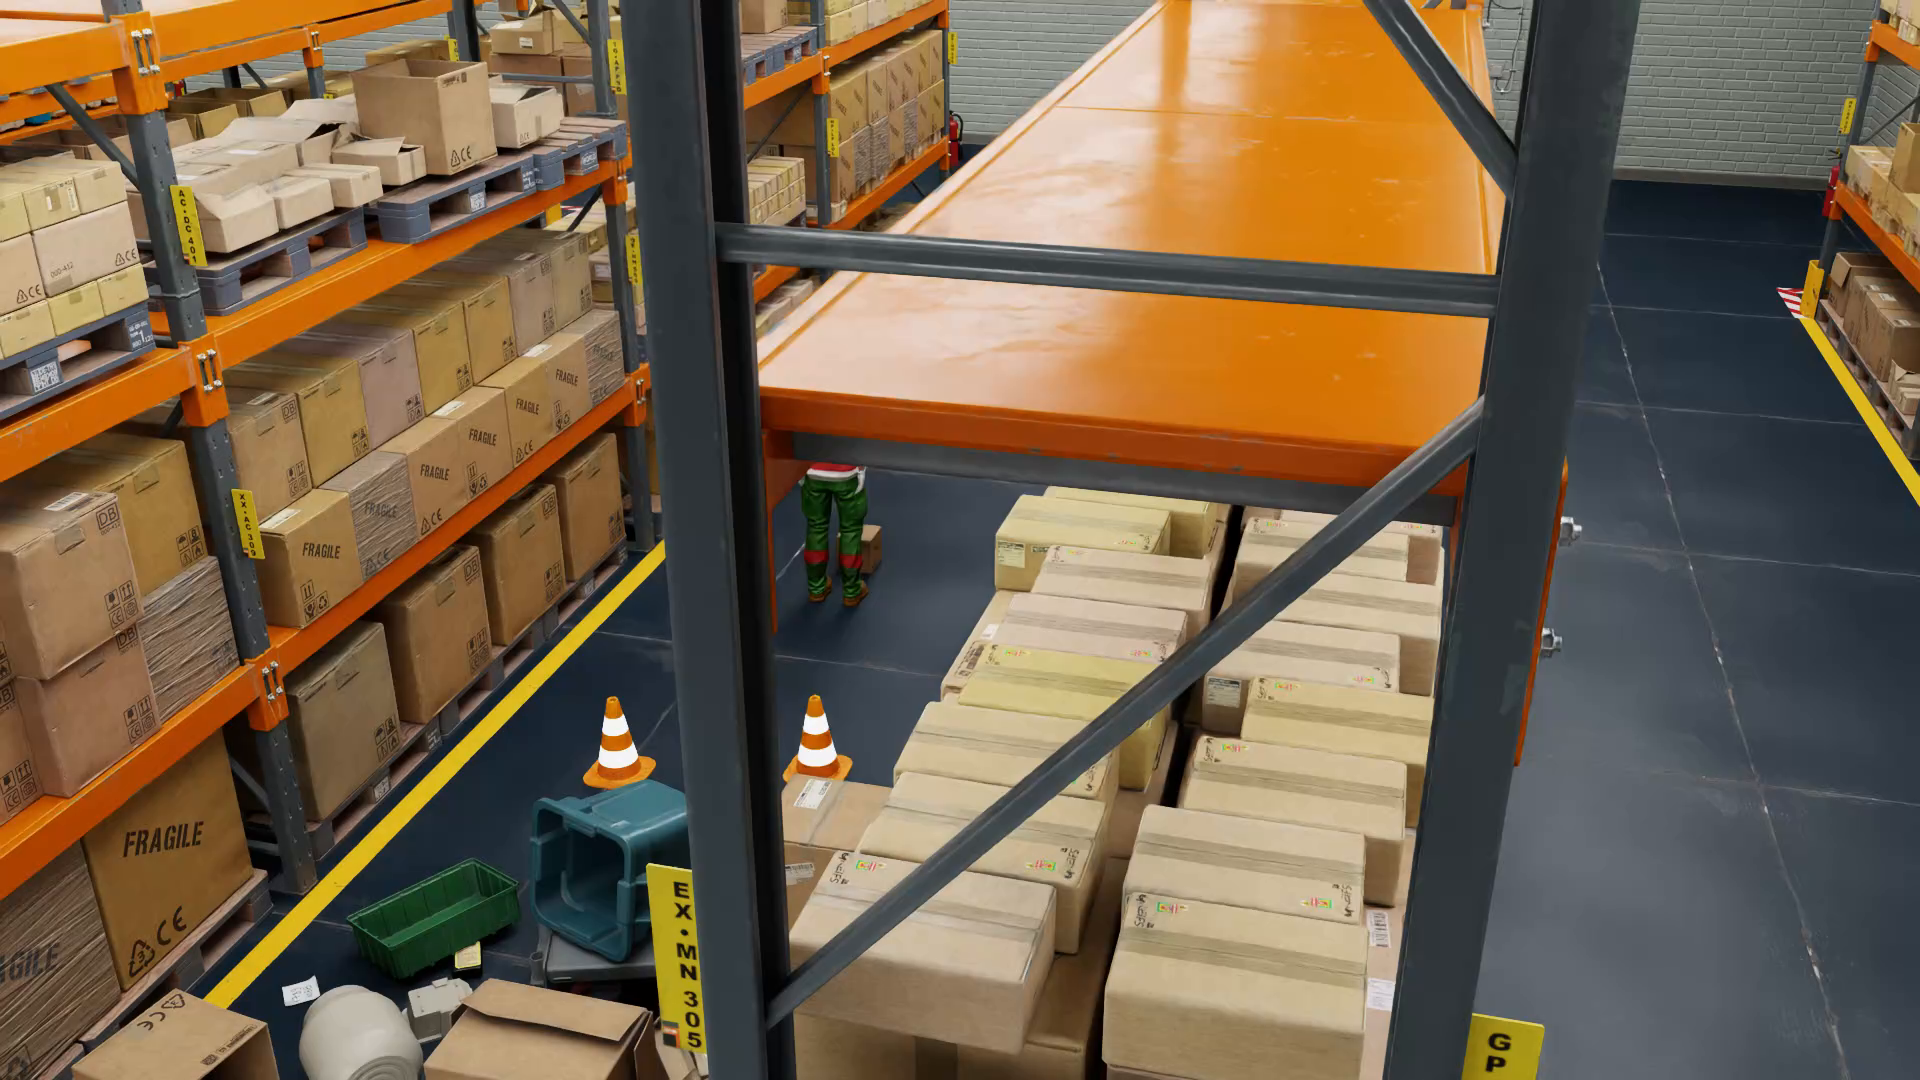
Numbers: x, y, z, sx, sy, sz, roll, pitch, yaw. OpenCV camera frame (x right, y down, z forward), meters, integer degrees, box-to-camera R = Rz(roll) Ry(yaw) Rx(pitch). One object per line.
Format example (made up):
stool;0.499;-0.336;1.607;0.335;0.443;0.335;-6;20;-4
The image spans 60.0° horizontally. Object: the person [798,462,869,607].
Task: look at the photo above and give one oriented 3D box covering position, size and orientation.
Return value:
person;-0.834;-0.327;10.678;0.527;1.537;0.345;7;26;14
